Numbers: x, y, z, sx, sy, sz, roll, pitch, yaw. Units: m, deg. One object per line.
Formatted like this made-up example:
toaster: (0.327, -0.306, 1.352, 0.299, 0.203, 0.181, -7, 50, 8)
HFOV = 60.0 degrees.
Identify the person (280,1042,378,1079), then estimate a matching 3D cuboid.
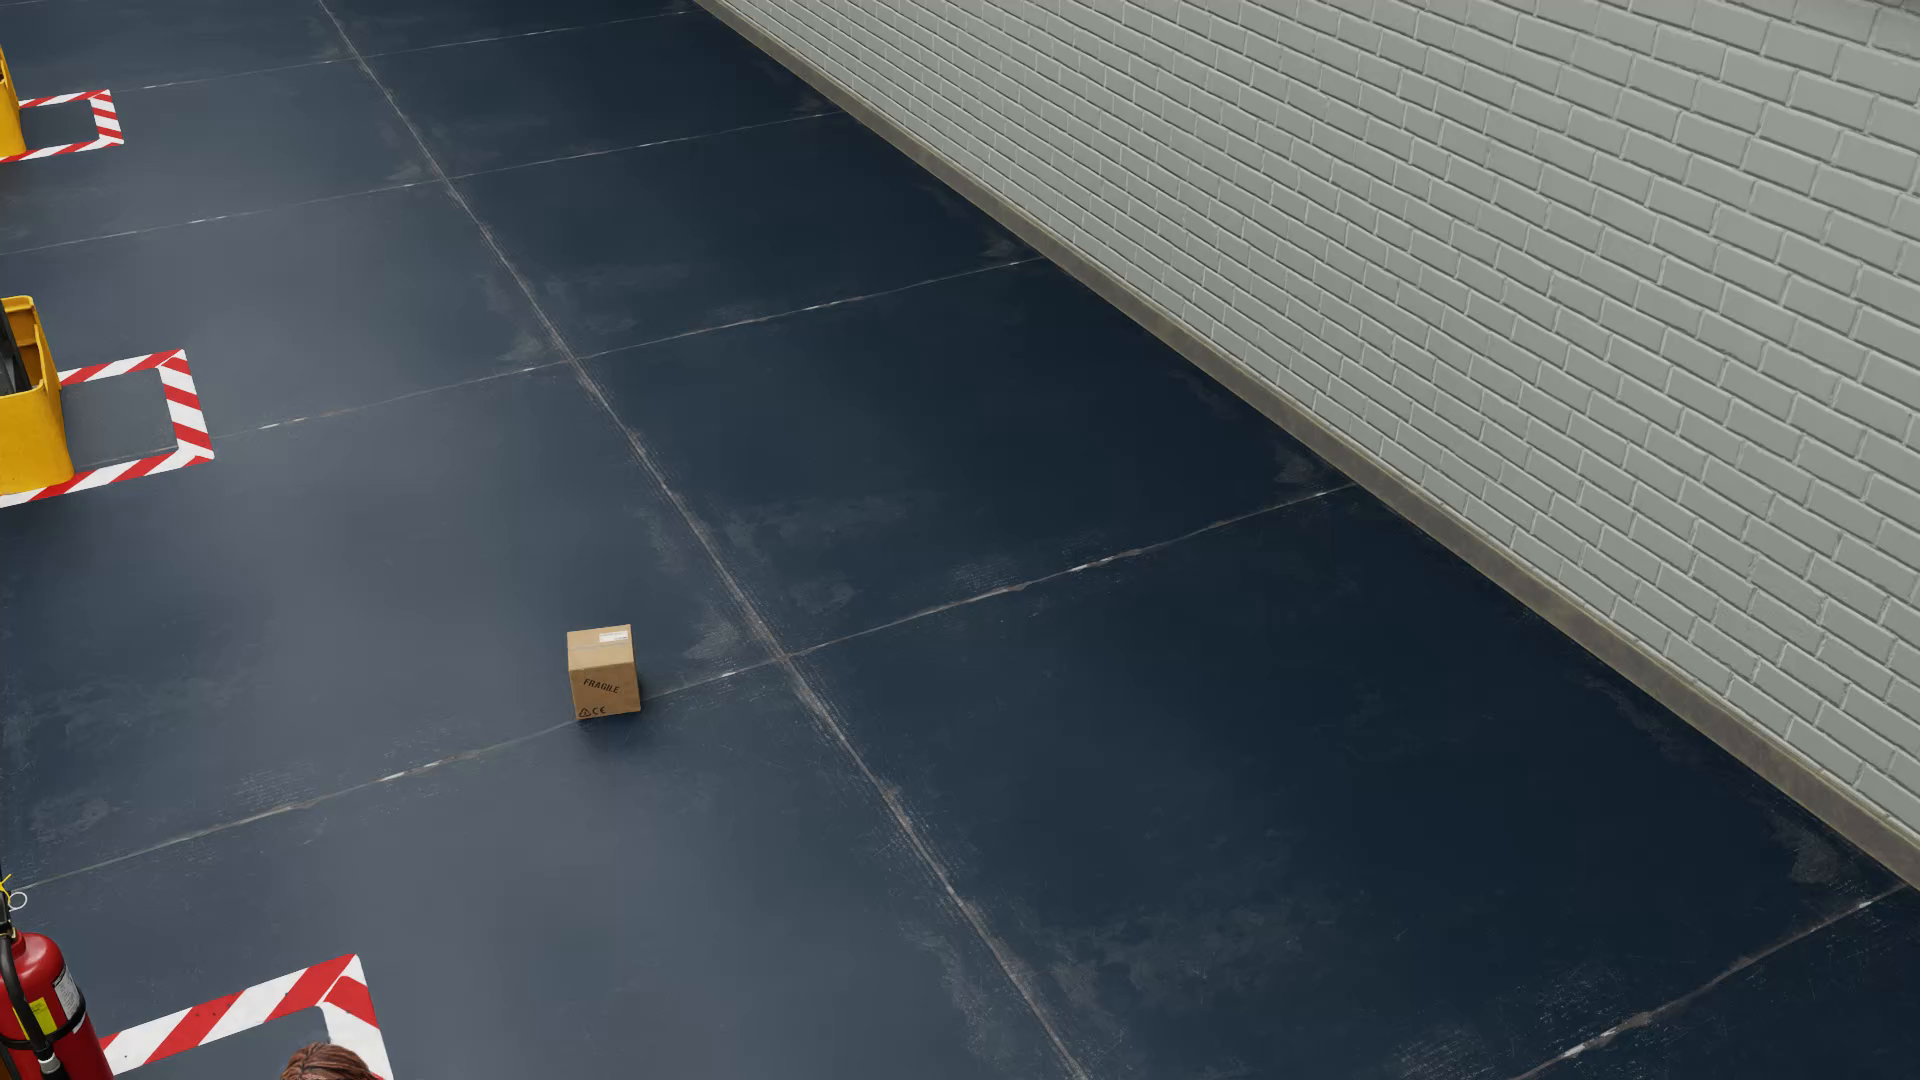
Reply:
person: (-1.245, 1.658, 3.617, 0.410, 1.580, 0.688, 3, 34, 5)
